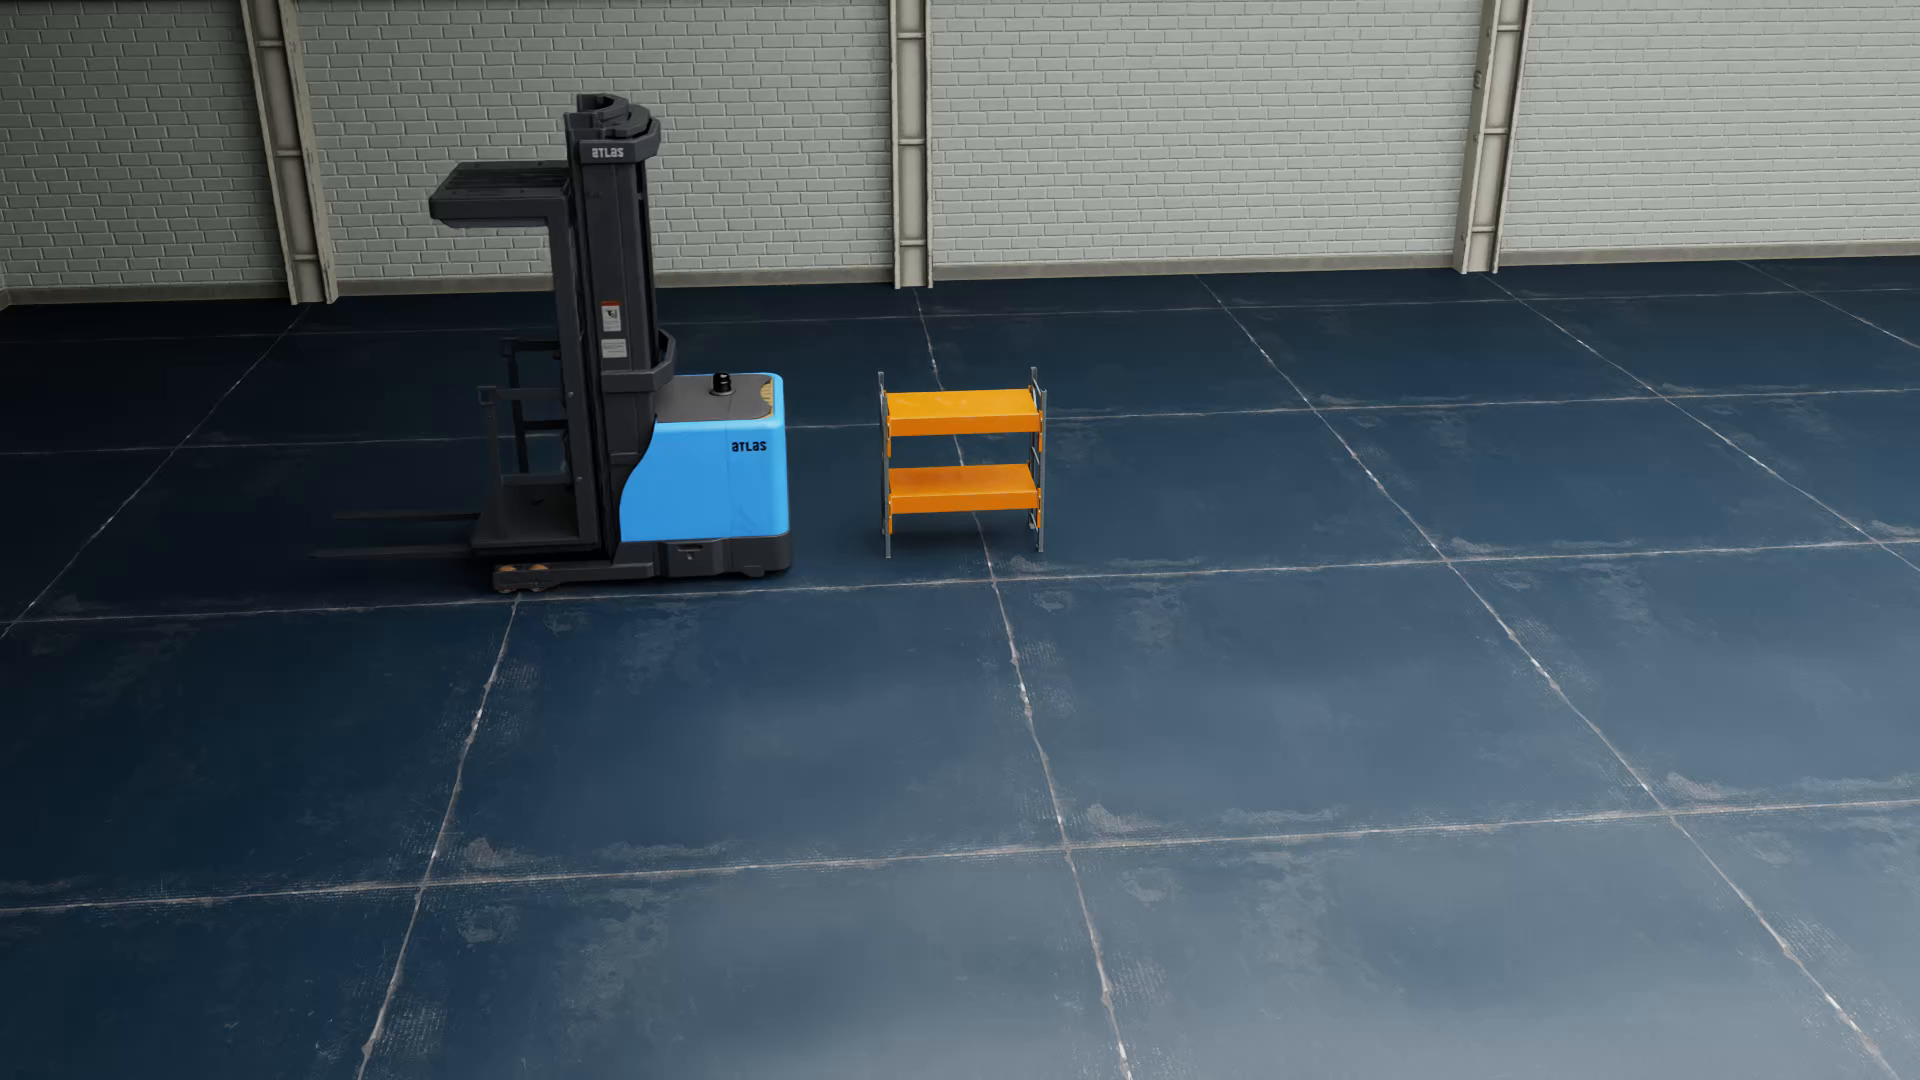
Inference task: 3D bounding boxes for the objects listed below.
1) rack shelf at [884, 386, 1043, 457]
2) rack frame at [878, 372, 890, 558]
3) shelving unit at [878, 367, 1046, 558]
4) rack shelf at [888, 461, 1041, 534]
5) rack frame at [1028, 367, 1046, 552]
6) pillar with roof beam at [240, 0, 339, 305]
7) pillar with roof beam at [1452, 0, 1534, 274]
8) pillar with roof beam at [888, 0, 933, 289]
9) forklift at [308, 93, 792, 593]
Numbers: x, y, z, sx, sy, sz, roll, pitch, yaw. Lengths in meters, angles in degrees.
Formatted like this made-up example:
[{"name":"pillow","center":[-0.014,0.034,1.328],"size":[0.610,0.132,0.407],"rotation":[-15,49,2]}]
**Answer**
[{"name":"rack shelf","center":[0.007,-0.782,10.903],"size":[1.000,0.278,0.538],"rotation":[-2,24,-5]},{"name":"rack frame","center":[-0.499,-0.494,10.976],"size":[0.032,1.125,0.500],"rotation":[-2,24,-5]},{"name":"shelving unit","center":[0.007,-0.514,11.022],"size":[1.048,1.125,0.538],"rotation":[-2,24,-5]},{"name":"rack shelf","center":[0.007,-0.291,11.121],"size":[1.000,0.278,0.538],"rotation":[-2,24,-5]},{"name":"rack frame","center":[0.513,-0.535,11.068],"size":[0.032,1.125,0.500],"rotation":[-2,24,-5]},{"name":"pillar with roof beam","center":[-6.036,-4.776,10.916],"size":[0.400,9.000,9.100],"rotation":[-2,24,-5]},{"name":"pillar with roof beam","center":[5.906,-5.255,11.994],"size":[0.400,9.000,9.100],"rotation":[-2,24,-5]},{"name":"pillar with roof beam","center":[-0.065,-5.016,11.455],"size":[0.400,9.000,9.100],"rotation":[-2,24,-5]},{"name":"forklift","center":[-2.634,-1.231,10.412],"size":[3.031,2.935,1.130],"rotation":[-2,24,-5]}]
